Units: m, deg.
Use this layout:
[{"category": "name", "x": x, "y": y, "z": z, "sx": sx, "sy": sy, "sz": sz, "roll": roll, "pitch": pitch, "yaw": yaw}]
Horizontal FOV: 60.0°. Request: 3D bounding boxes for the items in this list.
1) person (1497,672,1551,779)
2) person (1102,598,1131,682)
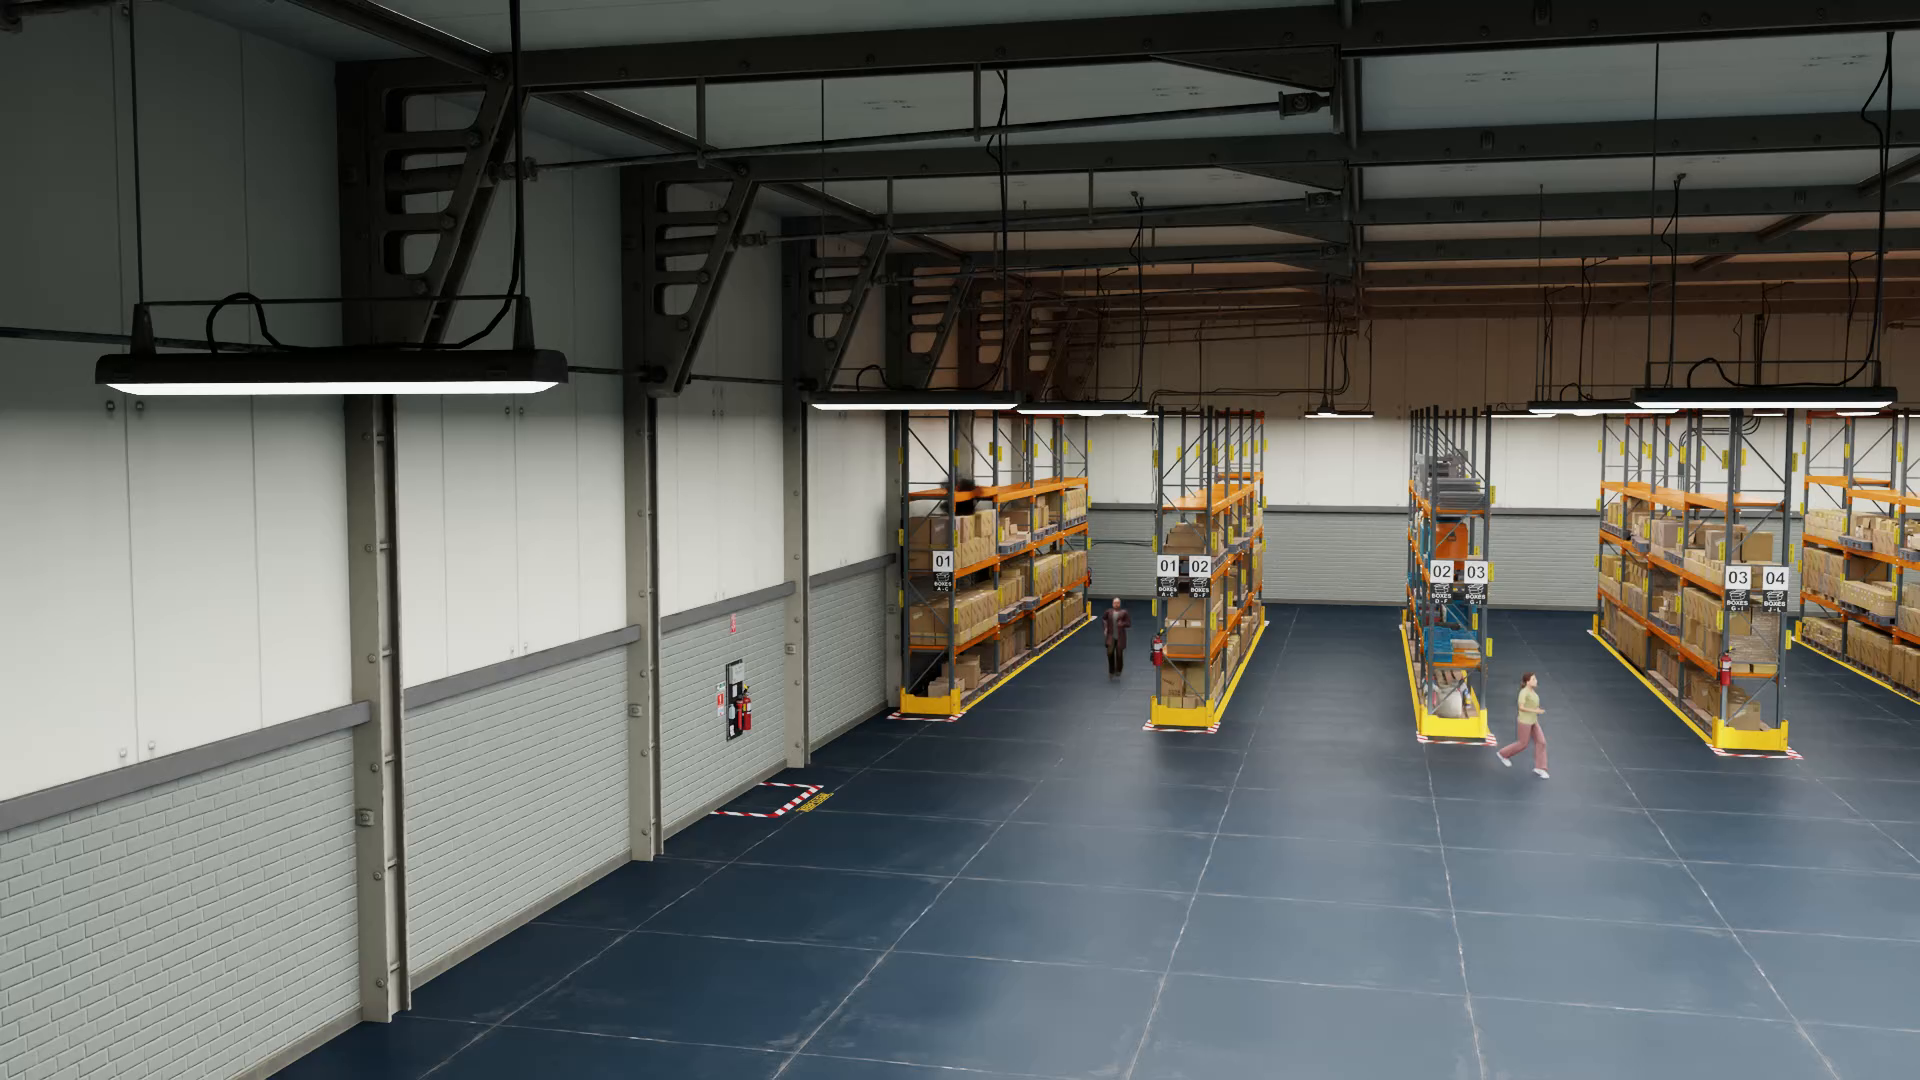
[{"category": "person", "x": 9.128, "y": 2.978, "z": 26.878, "sx": 0.922, "sy": 1.709, "sz": 0.608, "roll": 4, "pitch": 5, "yaw": 41}, {"category": "person", "x": 3.449, "y": 2.200, "z": 36.766, "sx": 0.682, "sy": 1.841, "sz": 0.801, "roll": 1, "pitch": 4, "yaw": 10}]
